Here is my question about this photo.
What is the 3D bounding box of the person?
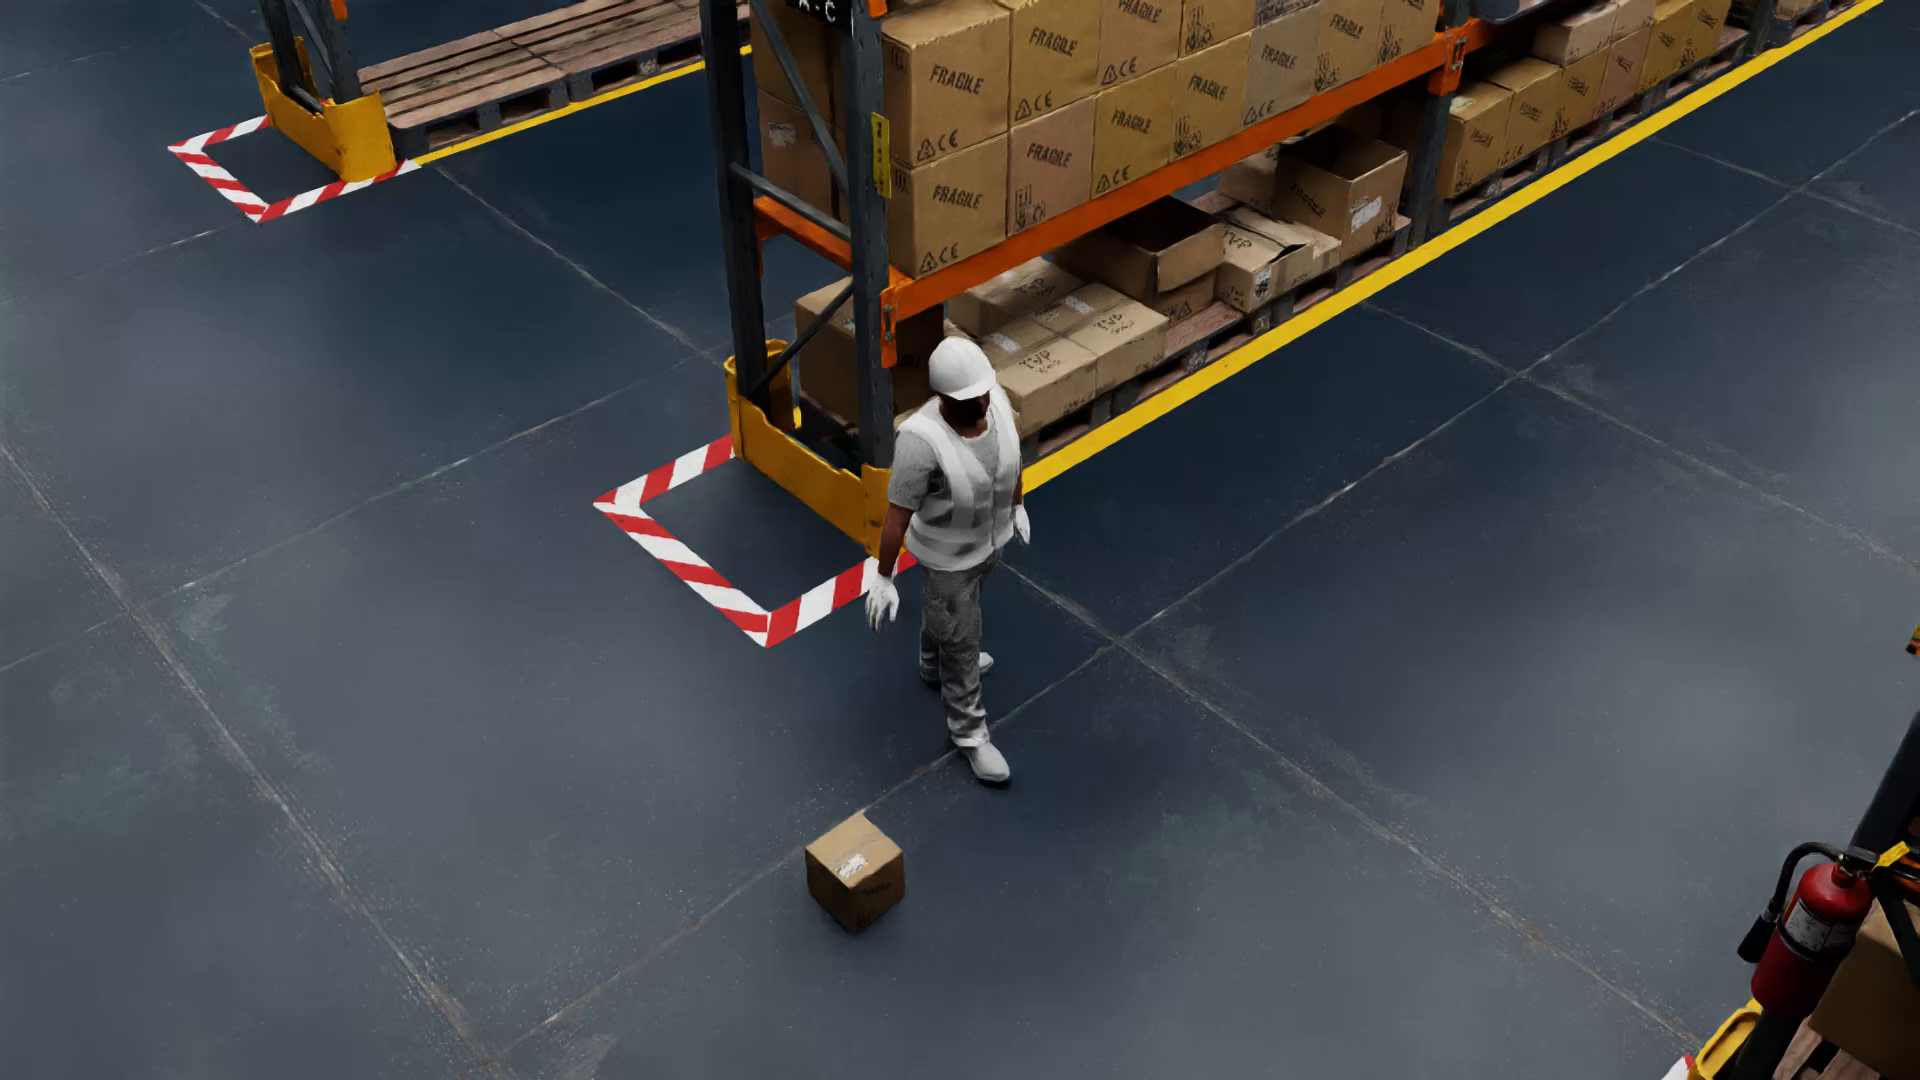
[{"bbox_3d":[0.003,0.064,6.048,0.672,1.782,0.801,27,46,29],"label":"person"}]
